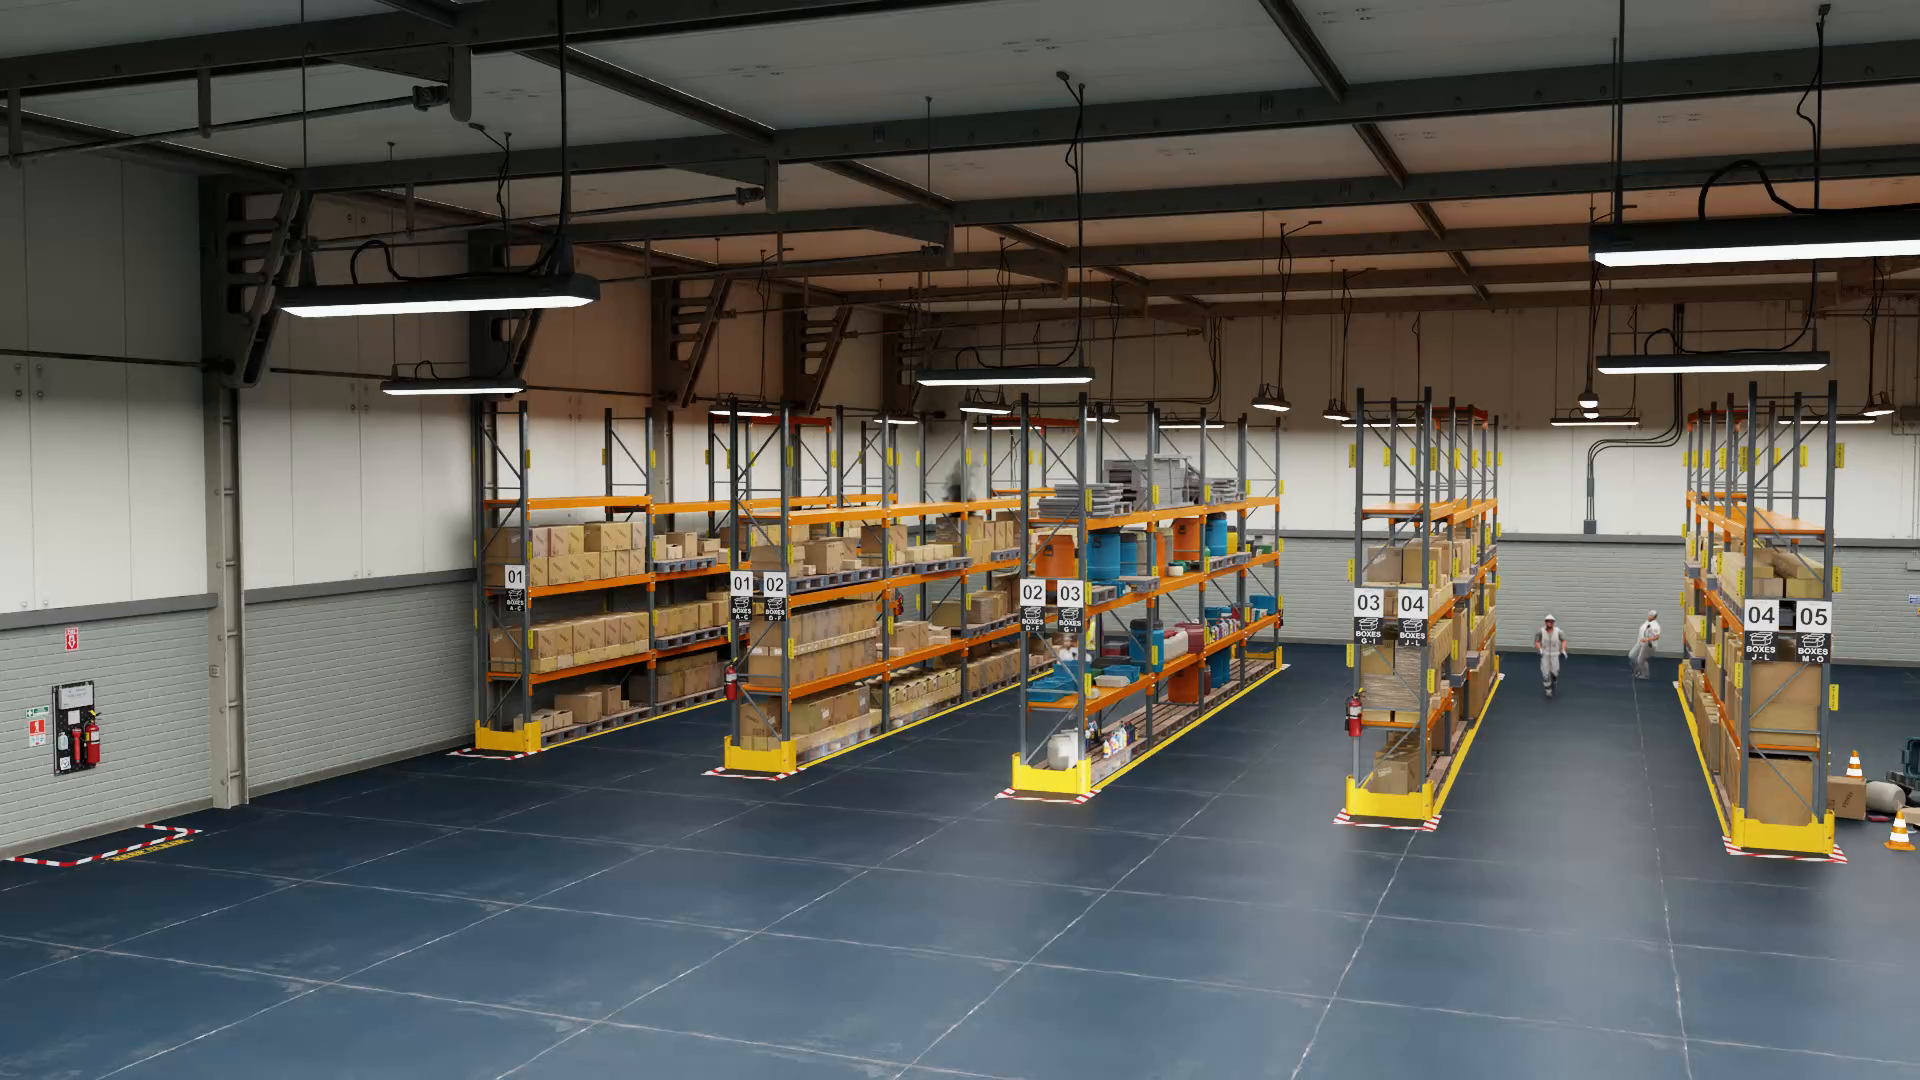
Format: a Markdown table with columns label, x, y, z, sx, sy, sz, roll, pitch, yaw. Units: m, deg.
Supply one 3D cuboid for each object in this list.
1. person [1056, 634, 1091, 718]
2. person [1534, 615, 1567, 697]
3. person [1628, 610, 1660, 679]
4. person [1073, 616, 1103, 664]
| label | x | y | z | sx | sy | sz | roll | pitch | yaw |
| --- | --- | --- | --- | --- | --- | --- | --- | --- | --- |
| person | 2.128 | 2.611 | 31.733 | 0.631 | 1.650 | 0.780 | 2 | 3 | 29 |
| person | 12.412 | 2.436 | 34.954 | 0.661 | 1.733 | 0.631 | 1 | 3 | 19 |
| person | 15.467 | 2.376 | 37.637 | 0.532 | 1.605 | 0.731 | 0 | 3 | -3 |
| person | 2.740 | 2.391 | 35.871 | 0.685 | 1.799 | 0.727 | 1 | 3 | 11 |
